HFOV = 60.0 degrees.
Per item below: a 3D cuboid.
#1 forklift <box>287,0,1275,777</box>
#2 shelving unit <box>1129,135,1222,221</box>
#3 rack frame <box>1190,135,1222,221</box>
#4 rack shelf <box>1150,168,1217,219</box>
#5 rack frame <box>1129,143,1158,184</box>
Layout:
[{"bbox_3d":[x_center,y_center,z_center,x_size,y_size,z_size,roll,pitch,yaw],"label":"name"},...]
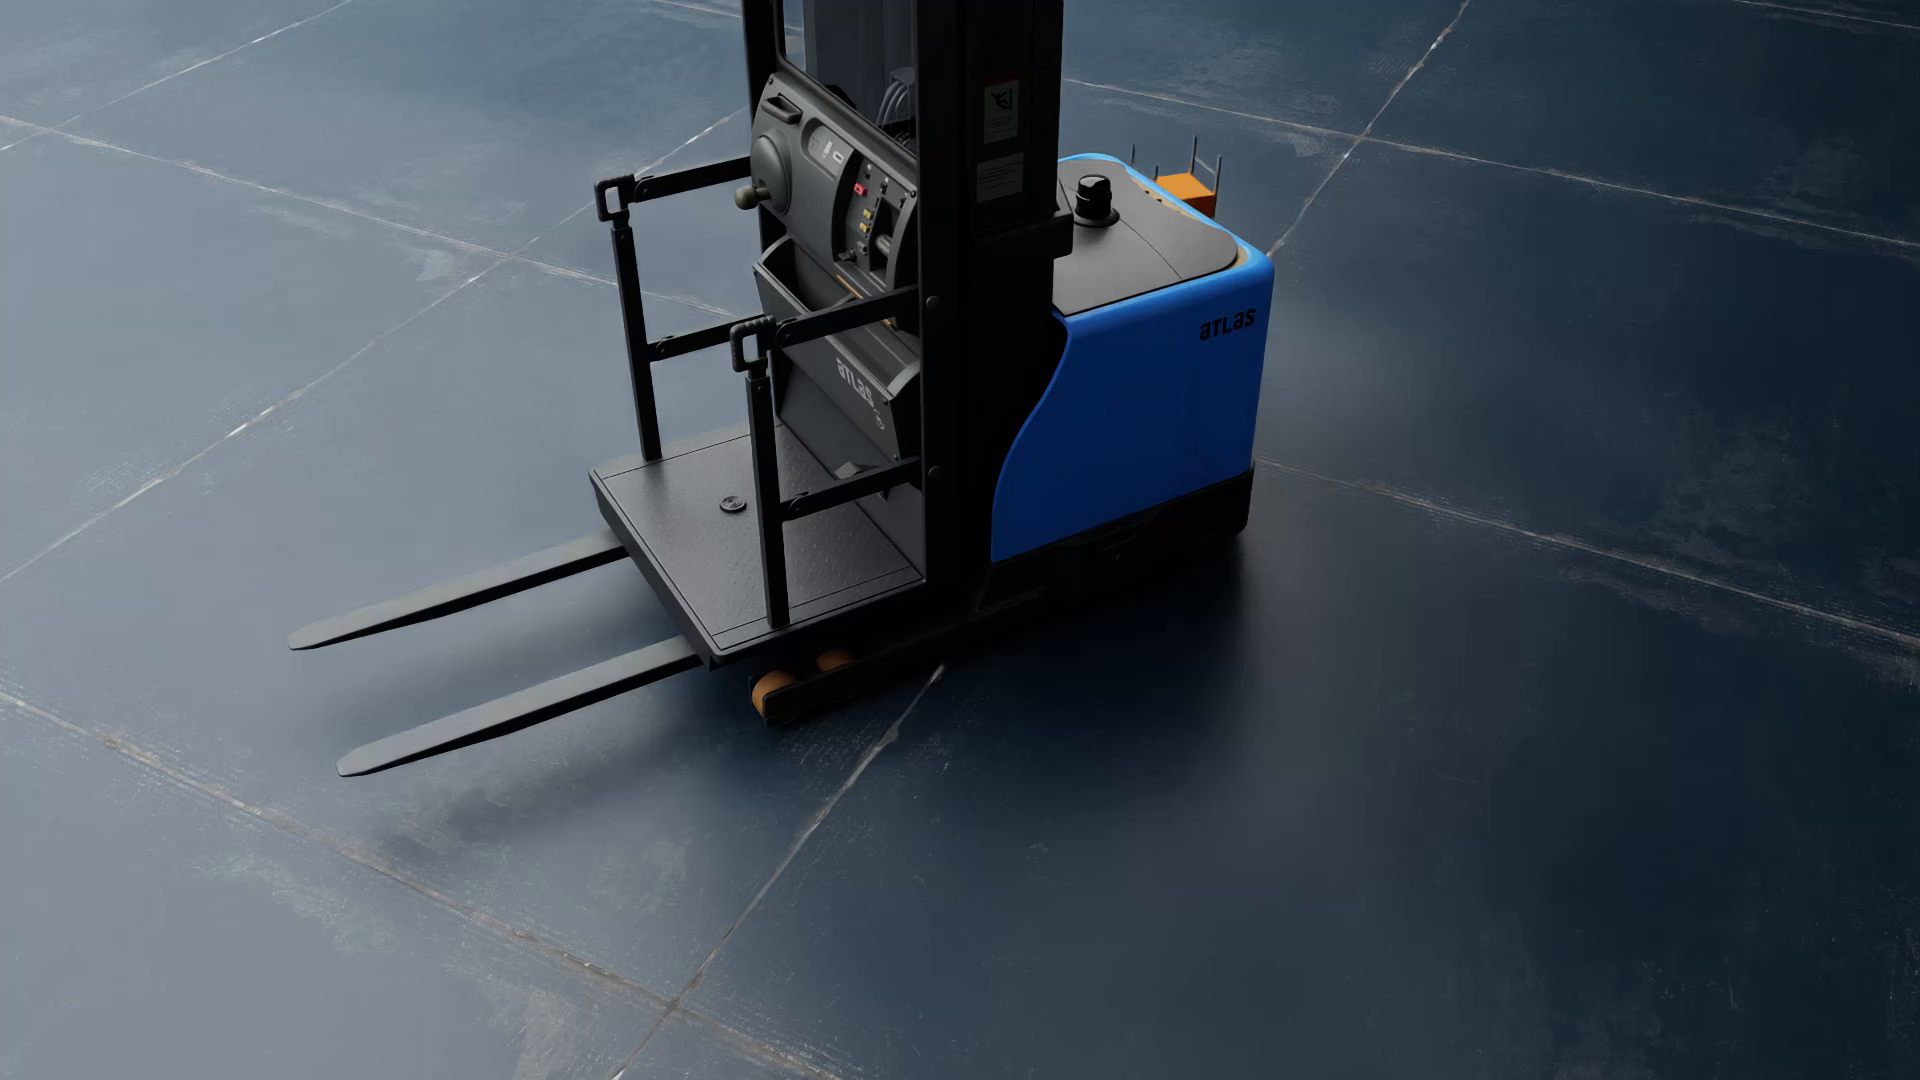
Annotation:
[{"bbox_3d":[-0.545,-0.977,4.613,3.031,2.935,1.130,-19,41,-23],"label":"forklift"},{"bbox_3d":[0.741,-0.933,6.102,0.252,1.050,0.215,-11,38,-18],"label":"shelving unit"},{"bbox_3d":[0.855,-0.956,6.138,0.008,1.050,0.200,-11,38,-18],"label":"rack frame"},{"bbox_3d":[0.748,-1.155,5.942,0.240,0.259,0.215,-11,38,-18],"label":"rack shelf"},{"bbox_3d":[0.627,-0.910,6.065,0.008,1.050,0.200,-11,38,-18],"label":"rack frame"}]
